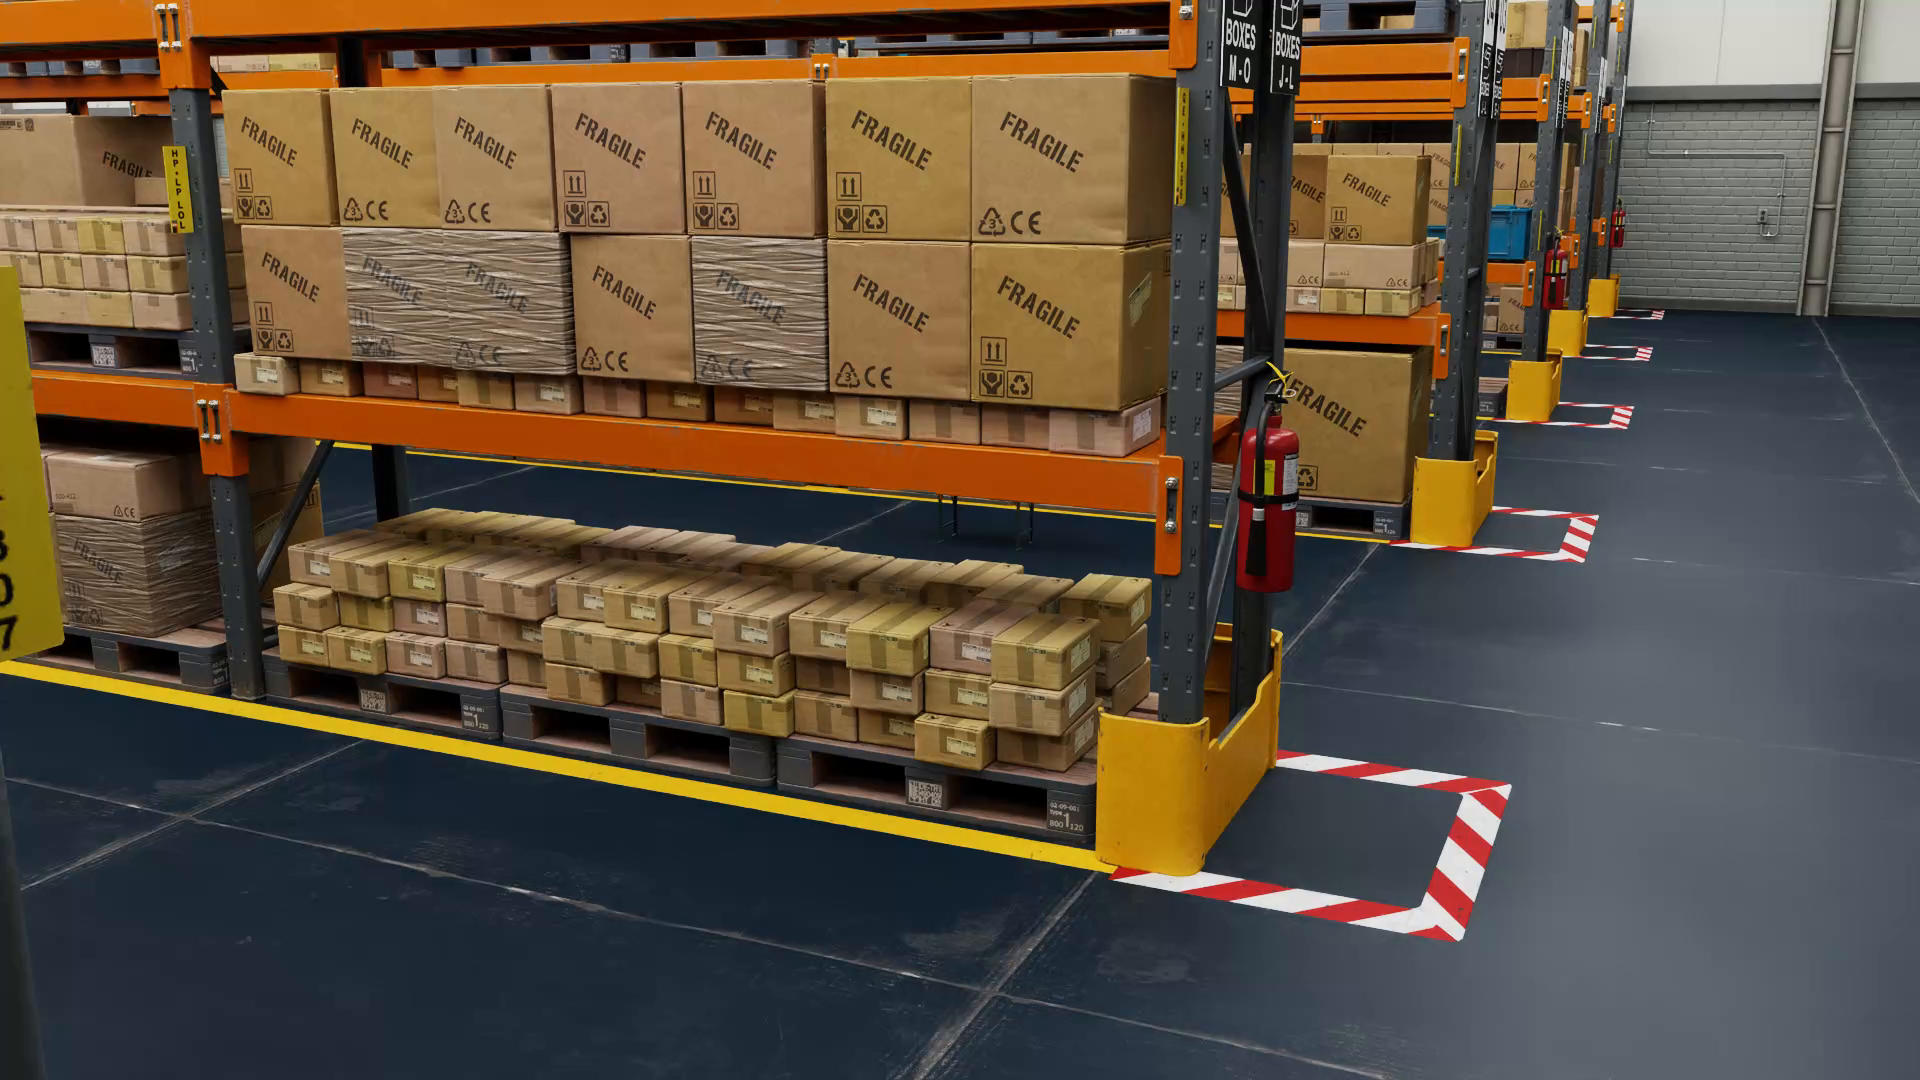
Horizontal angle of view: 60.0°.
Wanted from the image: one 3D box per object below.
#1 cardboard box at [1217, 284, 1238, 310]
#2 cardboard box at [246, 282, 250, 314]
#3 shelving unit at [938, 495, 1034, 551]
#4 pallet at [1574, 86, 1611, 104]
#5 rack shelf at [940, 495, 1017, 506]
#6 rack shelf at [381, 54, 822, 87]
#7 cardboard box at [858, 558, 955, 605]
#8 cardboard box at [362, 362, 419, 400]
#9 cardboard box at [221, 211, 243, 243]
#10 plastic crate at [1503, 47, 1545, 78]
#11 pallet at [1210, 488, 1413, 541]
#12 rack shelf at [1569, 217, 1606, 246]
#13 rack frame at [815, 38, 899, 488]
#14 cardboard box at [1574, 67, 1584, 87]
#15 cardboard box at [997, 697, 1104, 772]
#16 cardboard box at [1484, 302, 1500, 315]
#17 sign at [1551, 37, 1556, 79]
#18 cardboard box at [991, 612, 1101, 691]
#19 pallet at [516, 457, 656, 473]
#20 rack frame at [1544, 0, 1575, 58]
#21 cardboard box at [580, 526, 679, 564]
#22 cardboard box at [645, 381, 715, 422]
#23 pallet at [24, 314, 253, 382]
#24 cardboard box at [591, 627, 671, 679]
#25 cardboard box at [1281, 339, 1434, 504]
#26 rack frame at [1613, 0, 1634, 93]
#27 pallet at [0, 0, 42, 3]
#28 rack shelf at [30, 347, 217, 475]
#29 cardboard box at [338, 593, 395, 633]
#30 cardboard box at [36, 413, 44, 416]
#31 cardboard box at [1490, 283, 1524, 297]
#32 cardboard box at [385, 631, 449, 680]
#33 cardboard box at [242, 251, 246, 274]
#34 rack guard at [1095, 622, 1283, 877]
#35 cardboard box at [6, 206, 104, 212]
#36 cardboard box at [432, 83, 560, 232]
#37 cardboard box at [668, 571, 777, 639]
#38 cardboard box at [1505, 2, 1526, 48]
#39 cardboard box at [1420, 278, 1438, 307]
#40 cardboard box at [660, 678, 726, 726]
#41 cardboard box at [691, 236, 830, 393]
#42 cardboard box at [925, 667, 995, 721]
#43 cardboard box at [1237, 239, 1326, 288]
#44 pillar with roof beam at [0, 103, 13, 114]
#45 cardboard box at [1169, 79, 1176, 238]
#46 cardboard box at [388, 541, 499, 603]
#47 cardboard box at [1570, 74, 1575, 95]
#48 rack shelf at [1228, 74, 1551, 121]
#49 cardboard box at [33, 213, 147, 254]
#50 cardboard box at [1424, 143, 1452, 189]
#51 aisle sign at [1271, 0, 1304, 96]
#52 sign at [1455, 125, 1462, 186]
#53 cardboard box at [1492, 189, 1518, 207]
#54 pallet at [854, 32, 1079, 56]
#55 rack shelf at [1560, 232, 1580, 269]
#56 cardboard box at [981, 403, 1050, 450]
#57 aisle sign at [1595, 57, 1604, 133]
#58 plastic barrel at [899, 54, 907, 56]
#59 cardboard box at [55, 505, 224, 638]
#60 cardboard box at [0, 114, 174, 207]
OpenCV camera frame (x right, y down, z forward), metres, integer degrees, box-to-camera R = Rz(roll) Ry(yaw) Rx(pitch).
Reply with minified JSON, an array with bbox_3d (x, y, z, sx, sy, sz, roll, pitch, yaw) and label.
[{"bbox_3d":[1.588,-1.489,10.083,0.250,0.149,0.380,5,14,22],"label":"cardboard box"},{"bbox_3d":[-3.207,-1.135,7.657,0.250,0.149,0.380,6,14,24],"label":"cardboard box"},{"bbox_3d":[0.151,-0.569,9.553,0.503,1.200,0.258,6,14,23],"label":"shelving unit"},{"bbox_3d":[8.318,-6.140,22.983,1.213,0.211,1.003,6,14,23],"label":"pallet"},{"bbox_3d":[0.151,-0.310,9.613,0.480,0.148,0.258,6,14,23],"label":"rack shelf"},{"bbox_3d":[-2.504,-3.218,11.911,4.000,0.370,1.077,6,14,23],"label":"rack shelf"},{"bbox_3d":[-0.201,0.192,6.388,0.250,0.149,0.380,5,14,20],"label":"cardboard box"},{"bbox_3d":[-2.119,-0.657,6.539,0.250,0.149,0.380,5,14,21],"label":"cardboard box"},{"bbox_3d":[-3.208,-1.425,7.589,0.250,0.149,0.380,6,15,25],"label":"cardboard box"},{"bbox_3d":[4.749,-4.078,14.286,0.590,0.269,0.497,6,14,23],"label":"plastic crate"},{"bbox_3d":[2.219,-0.253,10.369,1.213,0.211,1.003,6,14,23],"label":"pallet"},{"bbox_3d":[7.172,-4.491,23.903,4.000,0.370,1.077,6,14,23],"label":"rack shelf"},{"bbox_3d":[-0.675,-1.923,11.382,0.127,3.000,1.000,6,14,23],"label":"rack frame"},{"bbox_3d":[8.224,-6.309,22.700,0.500,0.250,0.500,6,15,25],"label":"cardboard box"},{"bbox_3d":[0.315,0.652,5.730,0.250,0.149,0.380,6,15,24],"label":"cardboard box"},{"bbox_3d":[6.158,-2.653,19.549,0.500,0.250,0.500,6,14,23],"label":"cardboard box"},{"bbox_3d":[4.780,-3.880,13.387,0.005,0.325,0.100,6,14,23],"label":"sign"},{"bbox_3d":[0.294,0.372,5.623,0.250,0.149,0.380,6,14,24],"label":"cardboard box"},{"bbox_3d":[-2.531,-0.733,12.418,1.213,0.211,1.003,6,14,23],"label":"pallet"},{"bbox_3d":[4.988,-5.508,13.529,0.127,3.000,1.000,6,14,23],"label":"rack frame"},{"bbox_3d":[-1.375,0.059,6.955,0.250,0.149,0.380,5,14,21],"label":"cardboard box"},{"bbox_3d":[-0.923,-0.533,6.012,0.250,0.149,0.380,6,15,24],"label":"cardboard box"},{"bbox_3d":[-3.417,-0.904,7.460,1.213,0.211,1.003,6,14,23],"label":"pallet"},{"bbox_3d":[-1.162,0.383,6.225,0.250,0.149,0.380,6,14,24],"label":"cardboard box"},{"bbox_3d":[2.364,-0.765,10.181,0.875,0.875,0.875,6,14,23],"label":"cardboard box"},{"bbox_3d":[9.001,-7.577,22.347,0.127,3.000,1.000,6,14,23],"label":"rack frame"},{"bbox_3d":[-3.298,-2.344,7.024,1.003,0.211,1.213,6,14,23],"label":"pallet"},{"bbox_3d":[-4.605,-0.731,7.878,4.000,0.370,1.077,6,14,23],"label":"rack shelf"},{"bbox_3d":[-2.307,0.248,6.803,0.250,0.149,0.380,6,14,24],"label":"cardboard box"},{"bbox_3d":[-4.778,-0.515,8.296,0.500,0.250,0.500,6,15,25],"label":"cardboard box"},{"bbox_3d":[7.863,-3.734,23.654,0.500,0.500,0.700,6,14,23],"label":"cardboard box"},{"bbox_3d":[-2.082,0.425,6.699,0.250,0.149,0.380,6,14,23],"label":"cardboard box"},{"bbox_3d":[-3.188,-1.279,7.619,0.250,0.149,0.380,5,14,22],"label":"cardboard box"},{"bbox_3d":[0.811,0.684,5.746,0.348,0.500,1.175,6,14,23],"label":"rack guard"},{"bbox_3d":[-4.381,-1.544,8.097,0.250,0.149,0.380,6,15,25],"label":"cardboard box"},{"bbox_3d":[-1.535,-1.386,6.036,0.500,0.500,0.500,6,14,24],"label":"cardboard box"},{"bbox_3d":[-0.876,0.241,6.180,0.250,0.149,0.380,5,14,21],"label":"cardboard box"},{"bbox_3d":[6.098,-5.725,18.614,0.500,0.500,0.700,6,14,23],"label":"cardboard box"},{"bbox_3d":[2.791,-1.532,10.268,0.250,0.149,0.380,6,14,24],"label":"cardboard box"},{"bbox_3d":[-0.900,0.547,6.178,0.250,0.149,0.380,6,15,24],"label":"cardboard box"},{"bbox_3d":[-0.571,-0.801,5.732,0.500,0.500,0.500,6,14,23],"label":"cardboard box"},{"bbox_3d":[0.065,0.488,5.779,0.250,0.149,0.380,5,14,22],"label":"cardboard box"},{"bbox_3d":[1.968,-1.661,9.944,0.500,0.250,0.500,6,14,22],"label":"cardboard box"},{"bbox_3d":[-22.839,-9.940,32.416,0.400,9.000,9.100,6,14,23],"label":"pillar with roof beam"},{"bbox_3d":[0.577,-1.303,5.684,0.500,0.500,0.500,6,14,23],"label":"cardboard box"},{"bbox_3d":[-2.067,0.124,6.680,0.250,0.149,0.380,6,14,22],"label":"cardboard box"},{"bbox_3d":[6.631,-5.109,18.725,0.500,0.250,0.500,6,14,23],"label":"cardboard box"},{"bbox_3d":[3.159,-3.882,14.742,4.000,0.370,1.077,6,14,23],"label":"rack shelf"},{"bbox_3d":[-3.704,-1.313,7.113,0.250,0.149,0.380,5,14,21],"label":"cardboard box"},{"bbox_3d":[5.541,-4.234,18.825,0.500,0.500,0.500,6,15,25],"label":"cardboard box"},{"bbox_3d":[1.069,-1.847,5.371,0.004,0.787,0.394,6,14,23],"label":"aisle sign"},{"bbox_3d":[2.749,-2.120,9.168,0.005,0.325,0.100,6,14,23],"label":"sign"},{"bbox_3d":[6.002,-3.702,18.746,0.500,0.500,0.500,6,14,24],"label":"cardboard box"},{"bbox_3d":[0.068,-3.262,10.718,1.213,0.211,1.003,6,14,23],"label":"pallet"},{"bbox_3d":[5.169,-3.456,19.492,4.000,0.370,1.077,6,14,23],"label":"rack shelf"},{"bbox_3d":[0.256,-0.406,5.467,0.250,0.149,0.380,6,14,23],"label":"cardboard box"},{"bbox_3d":[6.936,-4.817,18.025,0.004,0.787,0.394,6,14,23],"label":"aisle sign"},{"bbox_3d":[-0.292,-4.992,15.880,0.708,0.901,0.600,6,14,23],"label":"plastic barrel"},{"bbox_3d":[-3.556,0.101,7.313,0.500,0.500,0.500,5,14,22],"label":"cardboard box"},{"bbox_3d":[-7.320,-3.057,13.983,1.000,1.000,1.000,6,14,24],"label":"cardboard box"}]
